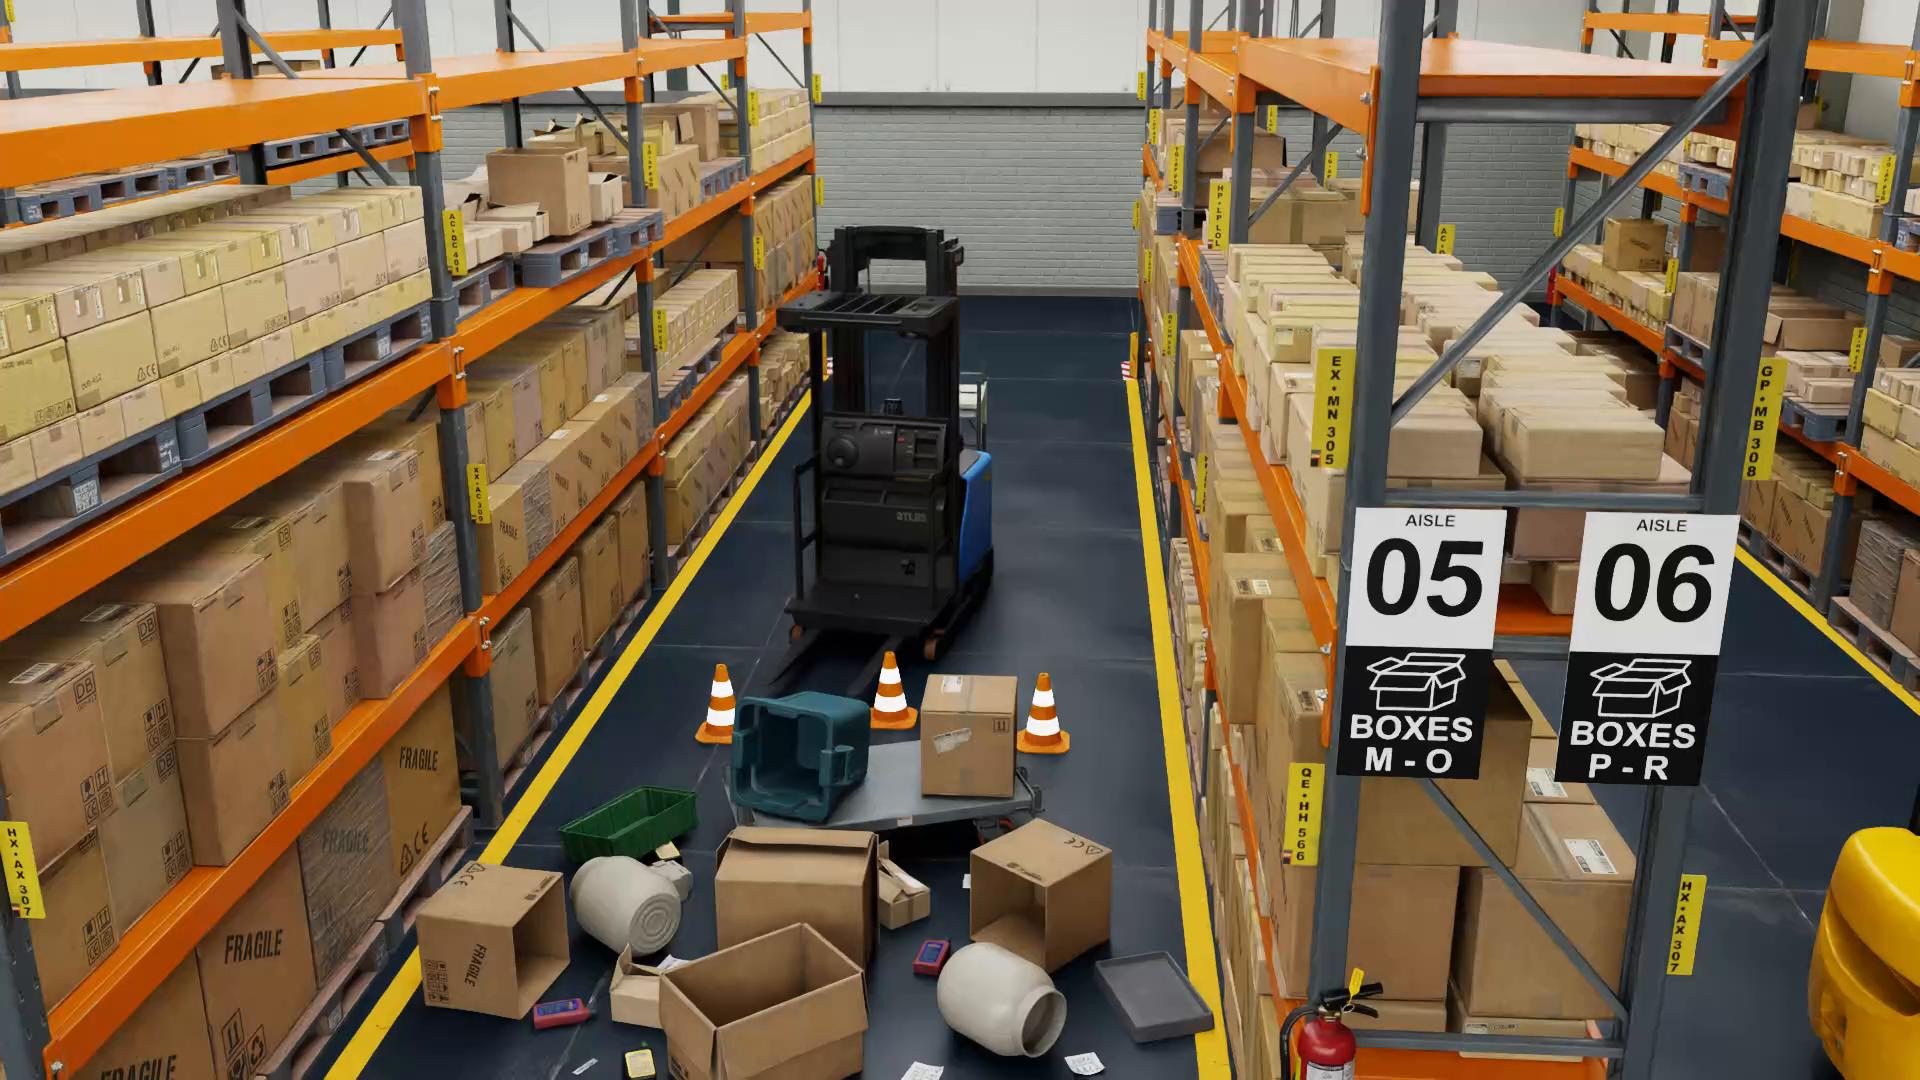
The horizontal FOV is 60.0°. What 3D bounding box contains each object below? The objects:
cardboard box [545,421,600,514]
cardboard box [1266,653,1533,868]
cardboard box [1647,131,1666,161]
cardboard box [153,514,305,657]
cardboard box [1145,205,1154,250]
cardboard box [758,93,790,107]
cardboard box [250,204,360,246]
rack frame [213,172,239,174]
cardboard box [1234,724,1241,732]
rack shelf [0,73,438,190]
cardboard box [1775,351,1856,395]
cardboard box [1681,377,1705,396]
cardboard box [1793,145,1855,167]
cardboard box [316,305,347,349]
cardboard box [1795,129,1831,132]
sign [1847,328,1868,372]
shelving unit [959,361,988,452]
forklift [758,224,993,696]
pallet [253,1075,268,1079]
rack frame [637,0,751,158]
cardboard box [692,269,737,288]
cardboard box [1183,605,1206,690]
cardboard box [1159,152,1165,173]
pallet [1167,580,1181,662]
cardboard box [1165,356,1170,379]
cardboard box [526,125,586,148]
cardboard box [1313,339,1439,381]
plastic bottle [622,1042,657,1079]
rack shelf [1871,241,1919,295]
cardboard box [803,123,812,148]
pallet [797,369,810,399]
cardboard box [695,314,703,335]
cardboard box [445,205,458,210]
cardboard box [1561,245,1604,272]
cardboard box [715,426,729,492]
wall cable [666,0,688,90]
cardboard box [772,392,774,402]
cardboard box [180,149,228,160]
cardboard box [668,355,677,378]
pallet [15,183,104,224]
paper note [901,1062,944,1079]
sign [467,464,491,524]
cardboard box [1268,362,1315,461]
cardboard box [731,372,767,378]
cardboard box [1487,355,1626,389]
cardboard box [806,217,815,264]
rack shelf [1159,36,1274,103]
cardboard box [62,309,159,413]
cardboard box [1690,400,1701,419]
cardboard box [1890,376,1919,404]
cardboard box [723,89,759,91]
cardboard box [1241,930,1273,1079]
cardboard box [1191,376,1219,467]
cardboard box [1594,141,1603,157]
[{"bbox_3d":[-2.695,-0.482,10.916,0.500,0.500,0.500,2,18,5],"label":"cardboard box"},{"bbox_3d":[1.365,0.687,5.266,0.700,0.500,0.500,1,18,3],"label":"cardboard box"},{"bbox_3d":[7.169,-3.916,16.502,0.500,0.250,0.500,1,18,2],"label":"cardboard box"},{"bbox_3d":[-3.302,0.225,6.944,0.875,0.550,0.500,1,18,4],"label":"cardboard box"},{"bbox_3d":[2.281,-3.359,18.092,0.500,0.500,0.500,1,18,4],"label":"cardboard box"},{"bbox_3d":[-2.104,-4.890,18.509,0.380,0.149,0.250,1,18,3],"label":"cardboard box"},{"bbox_3d":[-2.875,-1.385,7.302,0.380,0.149,0.250,2,18,5],"label":"cardboard box"},{"bbox_3d":[-7.478,-2.434,17.034,1.000,3.000,0.127,1,18,4],"label":"rack frame"},{"bbox_3d":[1.462,0.525,7.364,0.500,0.500,0.500,1,18,3],"label":"cardboard box"},{"bbox_3d":[-3.255,-1.505,6.362,1.077,0.370,4.000,1,18,4],"label":"rack shelf"},{"bbox_3d":[6.824,-1.324,13.213,0.500,0.250,0.500,0,18,1],"label":"cardboard box"},{"bbox_3d":[7.127,-1.458,15.875,0.380,0.149,0.250,1,18,3],"label":"cardboard box"},{"bbox_3d":[6.894,-3.062,13.257,0.380,0.149,0.250,1,18,4],"label":"cardboard box"},{"bbox_3d":[-2.891,-0.925,7.179,0.380,0.149,0.250,2,18,5],"label":"cardboard box"},{"bbox_3d":[7.447,-3.544,14.694,0.380,0.149,0.250,1,18,3],"label":"cardboard box"},{"bbox_3d":[6.529,-1.383,12.093,0.100,0.325,0.005,1,18,4],"label":"sign"},{"bbox_3d":[0.000,-0.711,14.183,0.431,1.500,0.755,1,18,4],"label":"shelving unit"},{"bbox_3d":[-0.605,-0.667,11.753,1.130,2.935,3.031,5,19,14],"label":"forklift"},{"bbox_3d":[-3.419,2.510,6.424,1.003,0.211,1.213,1,18,4],"label":"pallet"},{"bbox_3d":[-2.538,-5.143,15.666,1.000,3.000,0.127,1,18,4],"label":"rack frame"},{"bbox_3d":[-2.372,-2.526,16.088,0.380,0.149,0.250,2,18,6],"label":"cardboard box"},{"bbox_3d":[1.965,0.719,10.958,0.950,0.372,0.625,2,18,6],"label":"cardboard box"},{"bbox_3d":[1.967,-3.342,14.687,0.380,0.166,0.250,0,18,0],"label":"cardboard box"},{"bbox_3d":[2.062,0.597,12.261,1.003,0.211,1.213,1,18,4],"label":"pallet"},{"bbox_3d":[1.934,-1.452,13.476,0.500,0.250,0.500,1,18,2],"label":"cardboard box"},{"bbox_3d":[-3.055,-3.018,12.608,0.396,0.266,0.258,1,18,4],"label":"cardboard box"},{"bbox_3d":[1.427,-0.595,5.727,0.380,0.149,0.250,1,18,4],"label":"cardboard box"},{"bbox_3d":[-1.410,2.303,7.296,0.133,0.061,0.283,-5,19,-15],"label":"plastic bottle"},{"bbox_3d":[6.928,-1.323,9.982,1.077,0.370,4.000,1,18,4],"label":"rack shelf"},{"bbox_3d":[-2.020,-4.741,19.499,0.500,0.250,0.500,1,18,3],"label":"cardboard box"},{"bbox_3d":[-2.350,-1.934,19.986,1.003,0.211,1.213,1,18,4],"label":"pallet"},{"bbox_3d":[-2.483,-1.901,14.658,0.380,0.149,0.250,2,18,6],"label":"cardboard box"},{"bbox_3d":[-3.242,-1.797,9.678,0.500,0.250,0.500,1,18,3],"label":"cardboard box"},{"bbox_3d":[7.343,-3.281,19.381,0.500,0.250,0.500,1,18,4],"label":"cardboard box"},{"bbox_3d":[-2.418,-0.750,15.233,0.500,0.500,0.500,1,18,3],"label":"cardboard box"},{"bbox_3d":[-3.348,-9.735,24.515,2.277,5.999,0.120,1,18,4],"label":"wall cable"},{"bbox_3d":[-2.253,-1.568,18.295,0.380,0.149,0.250,1,18,2],"label":"cardboard box"},{"bbox_3d":[-7.509,-3.926,15.936,0.700,0.500,0.500,2,18,5],"label":"cardboard box"},{"bbox_3d":[-2.553,-1.431,13.703,0.380,0.149,0.250,2,18,7],"label":"cardboard box"},{"bbox_3d":[-7.771,-2.729,13.419,1.213,0.211,1.003,2,18,6],"label":"pallet"},{"bbox_3d":[-0.161,2.332,7.276,0.148,0.019,0.142,8,20,23],"label":"paper note"},{"bbox_3d":[-2.558,-0.244,8.834,0.100,0.325,0.005,1,18,4],"label":"sign"},{"bbox_3d":[1.384,-0.464,5.967,0.500,0.250,0.500,2,18,5],"label":"cardboard box"},{"bbox_3d":[-2.259,-1.686,17.699,0.380,0.149,0.250,1,18,3],"label":"cardboard box"},{"bbox_3d":[1.949,-0.508,5.461,0.380,0.149,0.250,1,18,4],"label":"cardboard box"},{"bbox_3d":[-2.027,-3.578,19.886,0.500,0.500,0.500,2,18,5],"label":"cardboard box"},{"bbox_3d":[2.263,-3.911,13.703,1.077,0.370,4.000,1,18,4],"label":"rack shelf"},{"bbox_3d":[-3.072,-0.609,5.577,0.500,0.250,0.500,1,18,3],"label":"cardboard box"},{"bbox_3d":[7.124,-1.230,15.658,0.380,0.149,0.250,1,18,2],"label":"cardboard box"},{"bbox_3d":[6.737,-1.041,11.581,0.380,0.149,0.250,2,18,5],"label":"cardboard box"},{"bbox_3d":[-2.538,-5.141,19.276,0.380,0.149,0.250,2,18,6],"label":"cardboard box"},{"bbox_3d":[1.378,1.848,6.503,0.500,0.500,0.500,2,18,6],"label":"cardboard box"},{"bbox_3d":[1.751,-0.742,10.558,0.500,0.500,0.500,1,18,2],"label":"cardboard box"},{"bbox_3d":[7.241,-4.321,18.380,0.380,0.149,0.250,2,18,5],"label":"cardboard box"}]
